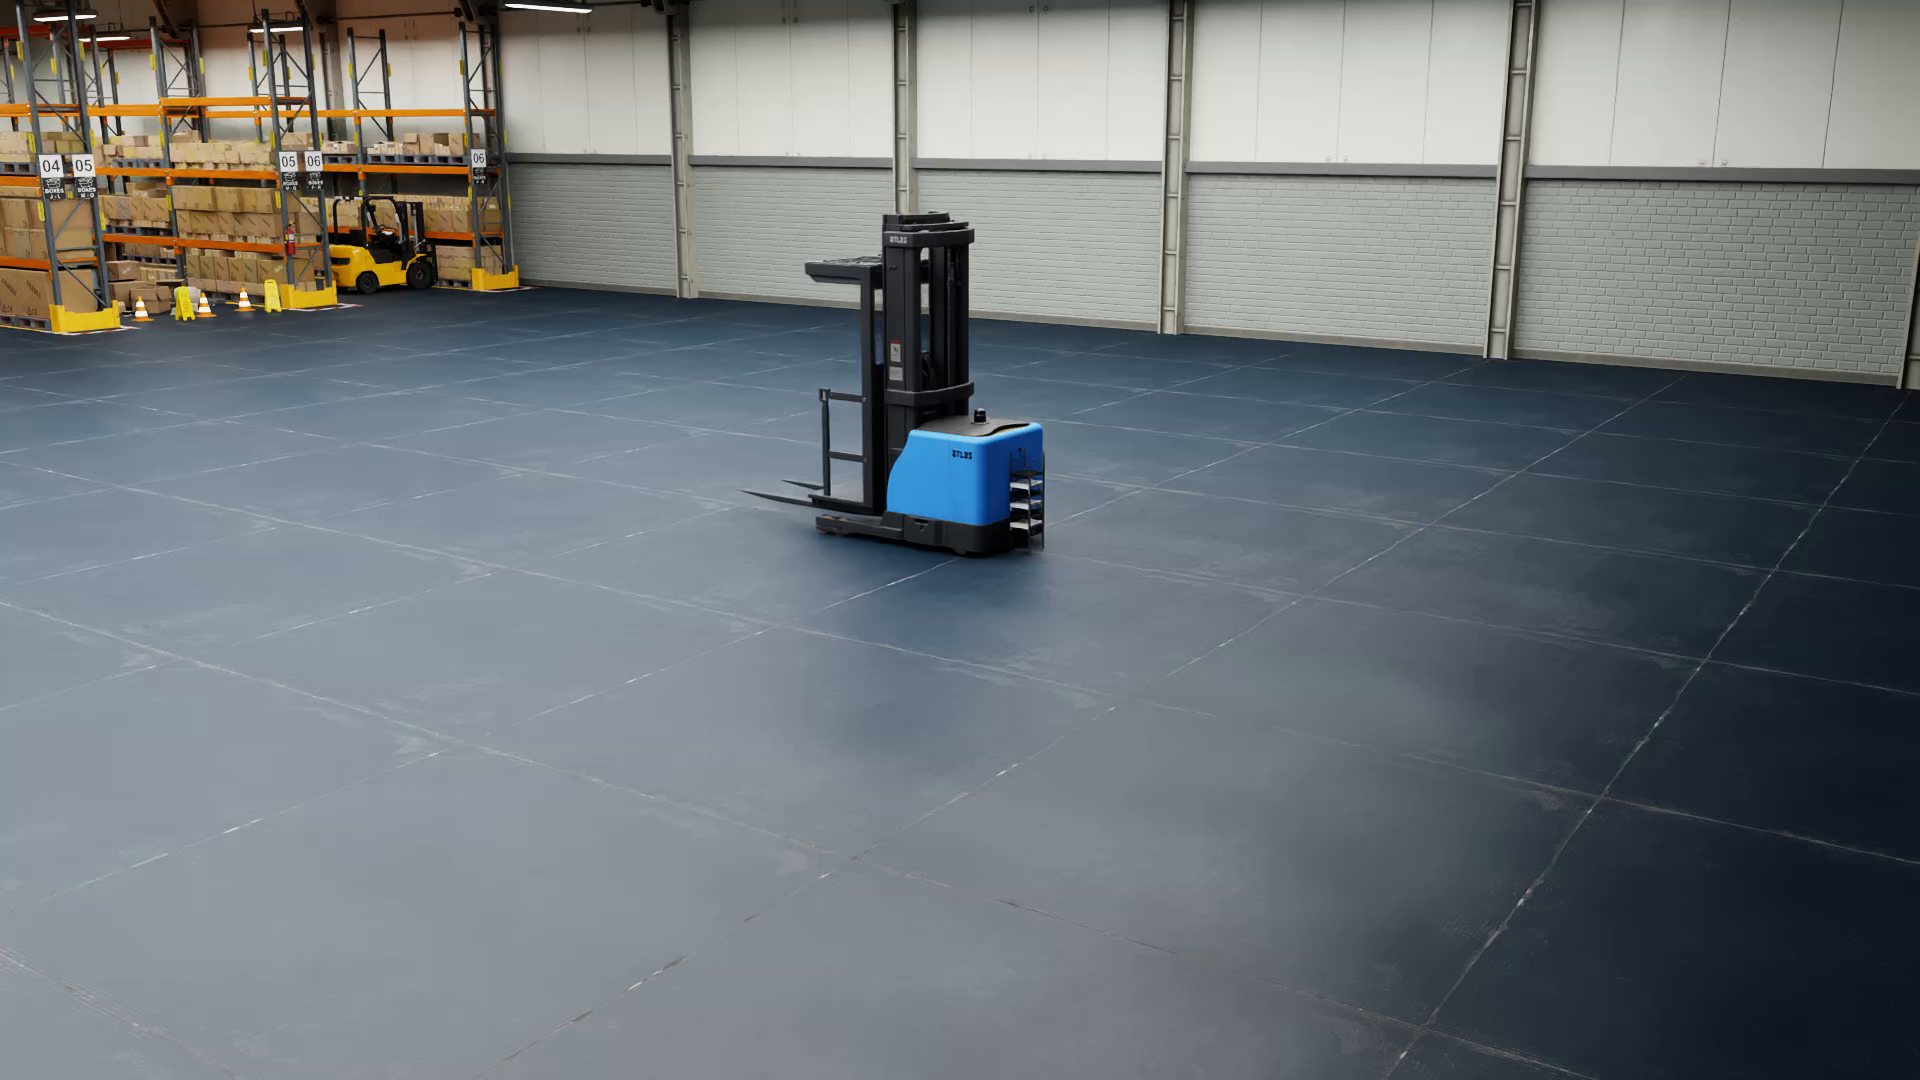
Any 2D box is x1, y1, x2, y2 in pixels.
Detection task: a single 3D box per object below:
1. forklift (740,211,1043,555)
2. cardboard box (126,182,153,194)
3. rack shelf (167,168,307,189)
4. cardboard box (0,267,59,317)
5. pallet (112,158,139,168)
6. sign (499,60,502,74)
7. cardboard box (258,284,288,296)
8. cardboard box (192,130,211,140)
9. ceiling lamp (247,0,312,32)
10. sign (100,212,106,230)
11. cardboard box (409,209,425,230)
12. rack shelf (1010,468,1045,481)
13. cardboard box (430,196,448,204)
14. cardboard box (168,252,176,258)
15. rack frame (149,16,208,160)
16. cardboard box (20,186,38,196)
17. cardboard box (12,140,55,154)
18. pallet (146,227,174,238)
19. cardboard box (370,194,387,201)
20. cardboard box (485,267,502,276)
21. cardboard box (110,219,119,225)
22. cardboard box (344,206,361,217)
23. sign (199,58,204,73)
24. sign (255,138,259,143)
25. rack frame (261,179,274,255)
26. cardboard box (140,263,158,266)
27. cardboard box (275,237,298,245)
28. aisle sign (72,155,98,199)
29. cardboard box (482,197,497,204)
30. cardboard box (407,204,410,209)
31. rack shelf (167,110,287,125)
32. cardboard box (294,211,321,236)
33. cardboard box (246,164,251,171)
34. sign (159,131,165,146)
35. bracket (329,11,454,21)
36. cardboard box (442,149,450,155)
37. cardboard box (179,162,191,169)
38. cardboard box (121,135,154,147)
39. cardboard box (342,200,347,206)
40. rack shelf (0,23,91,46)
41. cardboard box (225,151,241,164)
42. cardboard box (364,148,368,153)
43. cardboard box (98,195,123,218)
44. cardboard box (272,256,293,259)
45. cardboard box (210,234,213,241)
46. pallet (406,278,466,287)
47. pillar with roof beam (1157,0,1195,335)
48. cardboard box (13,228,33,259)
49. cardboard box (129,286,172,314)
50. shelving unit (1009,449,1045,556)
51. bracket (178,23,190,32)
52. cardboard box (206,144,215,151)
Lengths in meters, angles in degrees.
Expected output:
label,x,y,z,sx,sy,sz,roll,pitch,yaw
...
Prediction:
label,x,y,z,sx,sy,sz,roll,pitch,yaw
forklift,-0.730,-1.548,15.403,3.031,2.935,1.130,10,17,34
cardboard box,-22.784,-9.674,46.220,0.500,0.500,0.500,10,17,34
rack shelf,-15.405,-7.793,35.744,4.000,0.370,1.077,9,17,33
cardboard box,-17.755,-4.785,31.887,0.875,0.875,0.875,9,16,32
pallet,-18.380,-8.562,37.743,1.003,0.211,1.213,9,17,33
sign,-10.663,-10.961,38.526,0.005,0.325,0.100,9,17,33
cardboard box,-14.586,-5.345,35.449,0.500,0.250,0.500,9,17,33
cardboard box,-20.405,-10.893,44.730,0.258,0.266,0.396,9,17,33
ceiling lamp,-15.409,-13.234,37.834,2.000,3.185,0.800,9,17,33
sign,-16.109,-5.986,31.223,0.005,0.325,0.100,9,17,33
cardboard box,-12.807,-7.676,39.807,0.500,0.500,0.500,9,17,33
rack shelf,0.593,-0.565,14.674,0.200,0.077,0.258,10,17,34
cardboard box,-12.290,-8.040,39.308,0.250,0.149,0.380,10,17,34
cardboard box,-21.562,-7.854,45.793,0.250,0.149,0.380,9,16,31
rack frame,-17.064,-9.867,36.381,0.127,3.000,1.000,9,17,33
cardboard box,-22.213,-8.246,40.032,0.500,0.500,0.500,9,16,32
cardboard box,-16.986,-7.208,30.492,0.500,0.250,0.500,9,17,34
pallet,-17.617,-6.993,37.656,1.213,0.211,1.003,9,17,33
cardboard box,-14.198,-8.351,40.564,0.250,0.149,0.380,10,17,34
cardboard box,-11.277,-6.382,39.638,0.500,0.250,0.500,9,17,33
cardboard box,-19.340,-7.344,38.324,0.250,0.149,0.380,10,17,36
cardboard box,-14.847,-8.130,41.120,0.500,0.250,0.500,9,16,32
sign,-16.746,-10.464,36.686,0.005,0.325,0.100,9,17,33
sign,-17.921,-10.080,42.410,0.005,0.325,0.100,9,17,33
rack frame,-17.616,-8.481,43.269,0.127,3.000,1.000,9,17,33
cardboard box,-19.304,-6.244,38.827,0.625,0.372,0.950,9,16,32
cardboard box,-14.175,-6.304,34.995,0.250,0.149,0.380,10,17,35
aisle sign,-16.198,-6.730,30.784,0.004,0.787,0.394,9,17,33
cardboard box,-11.138,-8.004,39.163,0.250,0.149,0.380,9,16,32
cardboard box,-13.134,-8.036,39.911,0.250,0.149,0.380,9,16,31
rack shelf,-19.276,-11.118,43.766,4.000,0.370,1.077,9,17,33
cardboard box,-13.984,-6.730,35.367,0.500,0.500,0.500,9,16,32
cardboard box,-14.797,-7.861,35.043,0.250,0.149,0.380,9,17,33
sign,-17.371,-8.742,36.183,0.005,0.325,0.100,9,17,33
bracket,-13.733,-12.671,40.219,4.783,0.066,0.076,9,17,33
cardboard box,-11.835,-9.045,38.746,0.250,0.149,0.380,9,16,31
cardboard box,-16.758,-8.151,36.216,0.250,0.149,0.380,9,17,33
cardboard box,-18.476,-8.969,37.395,0.500,0.250,0.500,10,17,34
cardboard box,-15.103,-8.384,41.318,0.250,0.149,0.380,9,17,33
rack shelf,-22.043,-11.935,39.318,4.000,0.370,1.077,9,17,33
cardboard box,-15.170,-8.097,35.167,0.500,0.250,0.500,10,17,34
cardboard box,-14.892,-9.684,41.327,0.250,0.149,0.380,9,17,33
cardboard box,-19.703,-7.713,38.464,0.500,0.500,0.500,10,17,36
cardboard box,-14.717,-5.887,36.076,0.500,0.500,0.500,8,16,31
cardboard box,-16.082,-6.604,36.207,0.250,0.149,0.380,9,17,33
pallet,-12.644,-6.313,40.312,1.213,0.211,1.003,9,17,33
pillar with roof beam,1.480,-7.321,26.098,0.400,9.000,9.100,9,17,33
cardboard box,-17.226,-5.601,31.320,0.550,0.550,0.875,9,17,33
cardboard box,-16.616,-4.937,34.147,0.637,0.503,0.797,-1,14,-6
shelving unit,0.593,-0.335,14.731,0.210,0.900,0.258,10,17,34
bracket,-20.864,-13.824,44.875,0.430,0.232,0.235,9,17,33
cardboard box,-15.874,-8.405,35.581,0.250,0.149,0.380,9,16,32
